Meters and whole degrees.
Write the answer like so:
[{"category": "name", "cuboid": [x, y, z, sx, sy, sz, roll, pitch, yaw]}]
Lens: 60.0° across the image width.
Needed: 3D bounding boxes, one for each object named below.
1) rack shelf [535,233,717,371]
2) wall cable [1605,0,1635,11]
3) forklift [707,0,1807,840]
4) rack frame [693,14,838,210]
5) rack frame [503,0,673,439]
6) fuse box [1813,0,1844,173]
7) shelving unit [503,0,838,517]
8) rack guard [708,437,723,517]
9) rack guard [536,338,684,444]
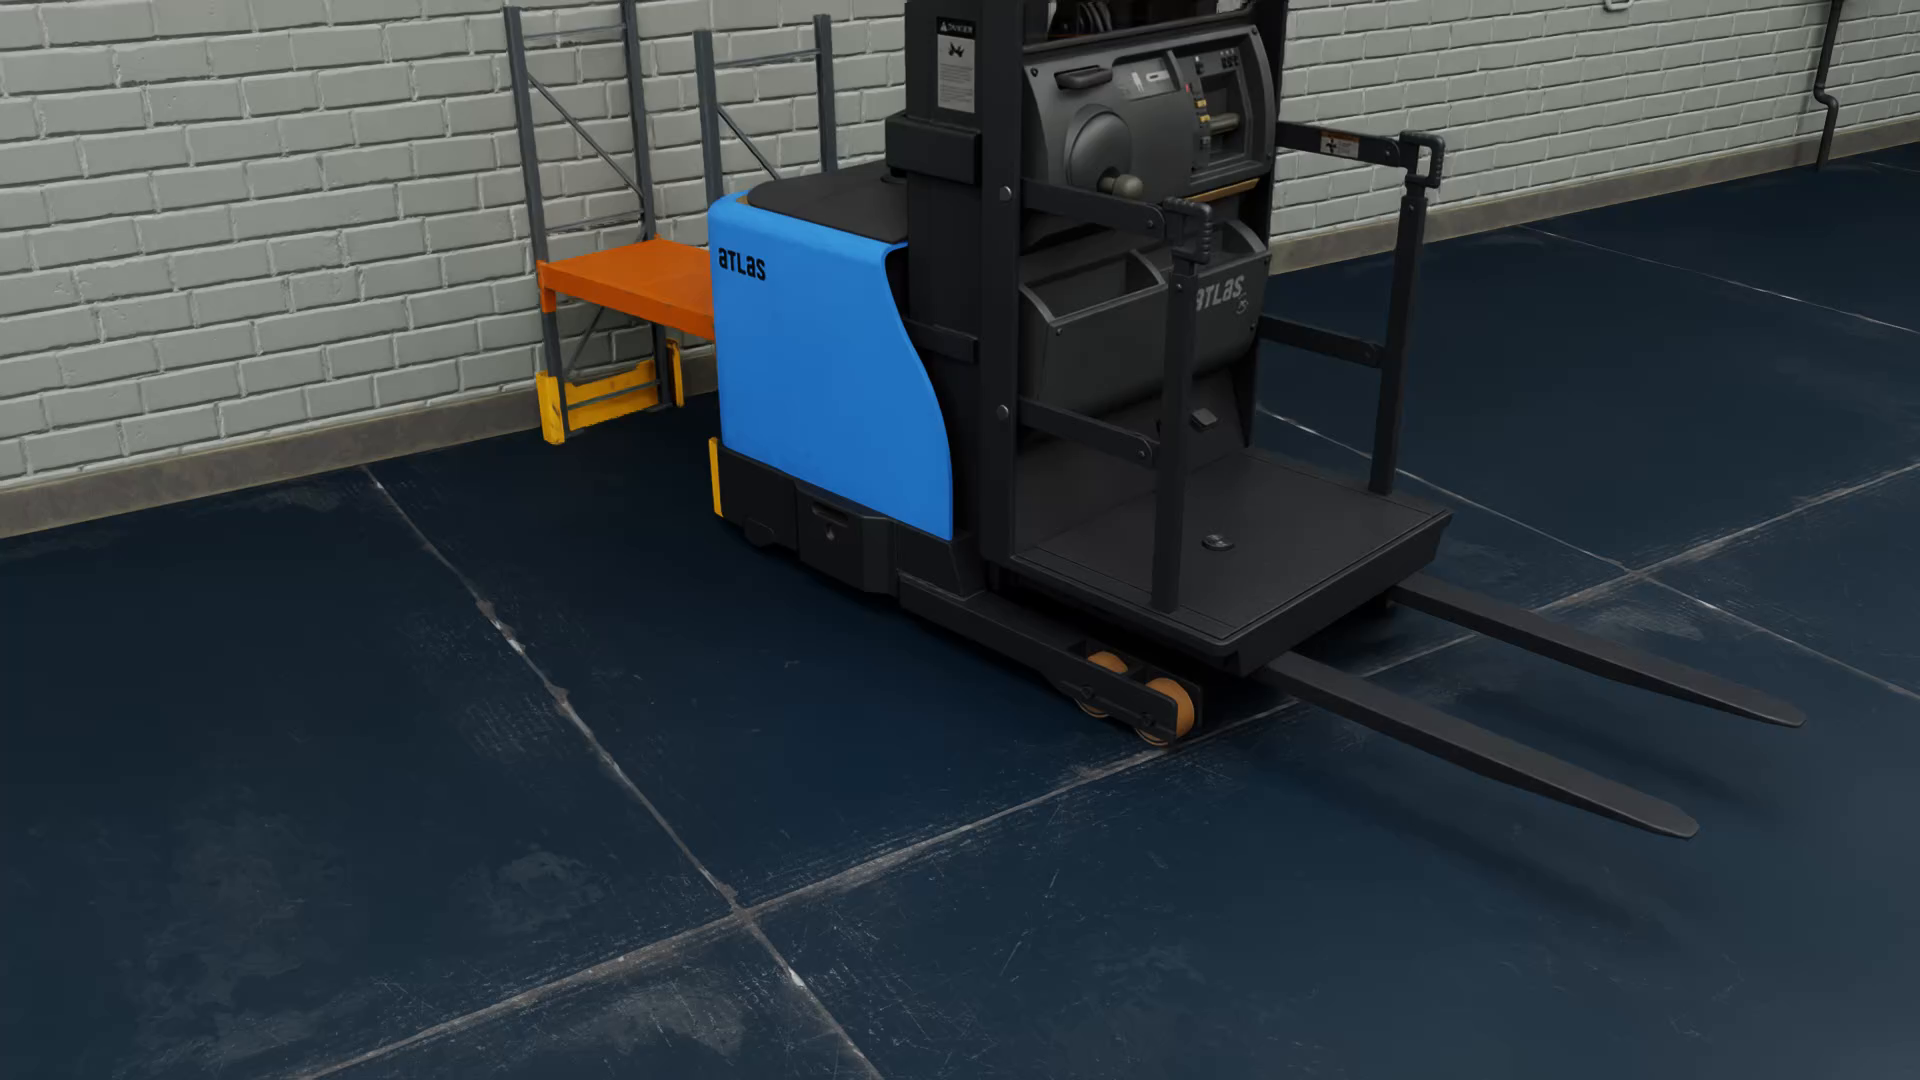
[{"category": "rack shelf", "cuboid": [-0.927, -0.822, 5.624, 1.000, 0.185, 0.538, 21, 32, 40]}, {"category": "wall cable", "cuboid": [3.311, -3.580, 8.093, 0.585, 1.953, 0.123, -16, 29, -30]}, {"category": "forklift", "cuboid": [0.651, -1.062, 4.066, 3.031, 2.935, 1.130, 23, 33, 39]}, {"category": "rack frame", "cuboid": [-0.567, -0.847, 5.224, 0.032, 1.500, 0.500, 21, 32, 40]}, {"category": "rack frame", "cuboid": [-1.293, -1.125, 5.878, 0.032, 1.500, 0.500, 21, 32, 40]}, {"category": "fuse box", "cuboid": [5.151, -2.961, 9.518, 0.539, 1.711, 0.414, -16, 29, -30]}, {"category": "shelving unit", "cuboid": [-0.936, -0.988, 5.557, 1.083, 1.500, 0.587, 21, 32, 40]}, {"category": "rack guard", "cuboid": [-0.570, -0.281, 5.491, 0.087, 0.250, 0.587, 21, 32, 40]}, {"category": "rack guard", "cuboid": [-1.281, -0.554, 6.132, 0.087, 0.250, 0.587, 21, 32, 40]}]
